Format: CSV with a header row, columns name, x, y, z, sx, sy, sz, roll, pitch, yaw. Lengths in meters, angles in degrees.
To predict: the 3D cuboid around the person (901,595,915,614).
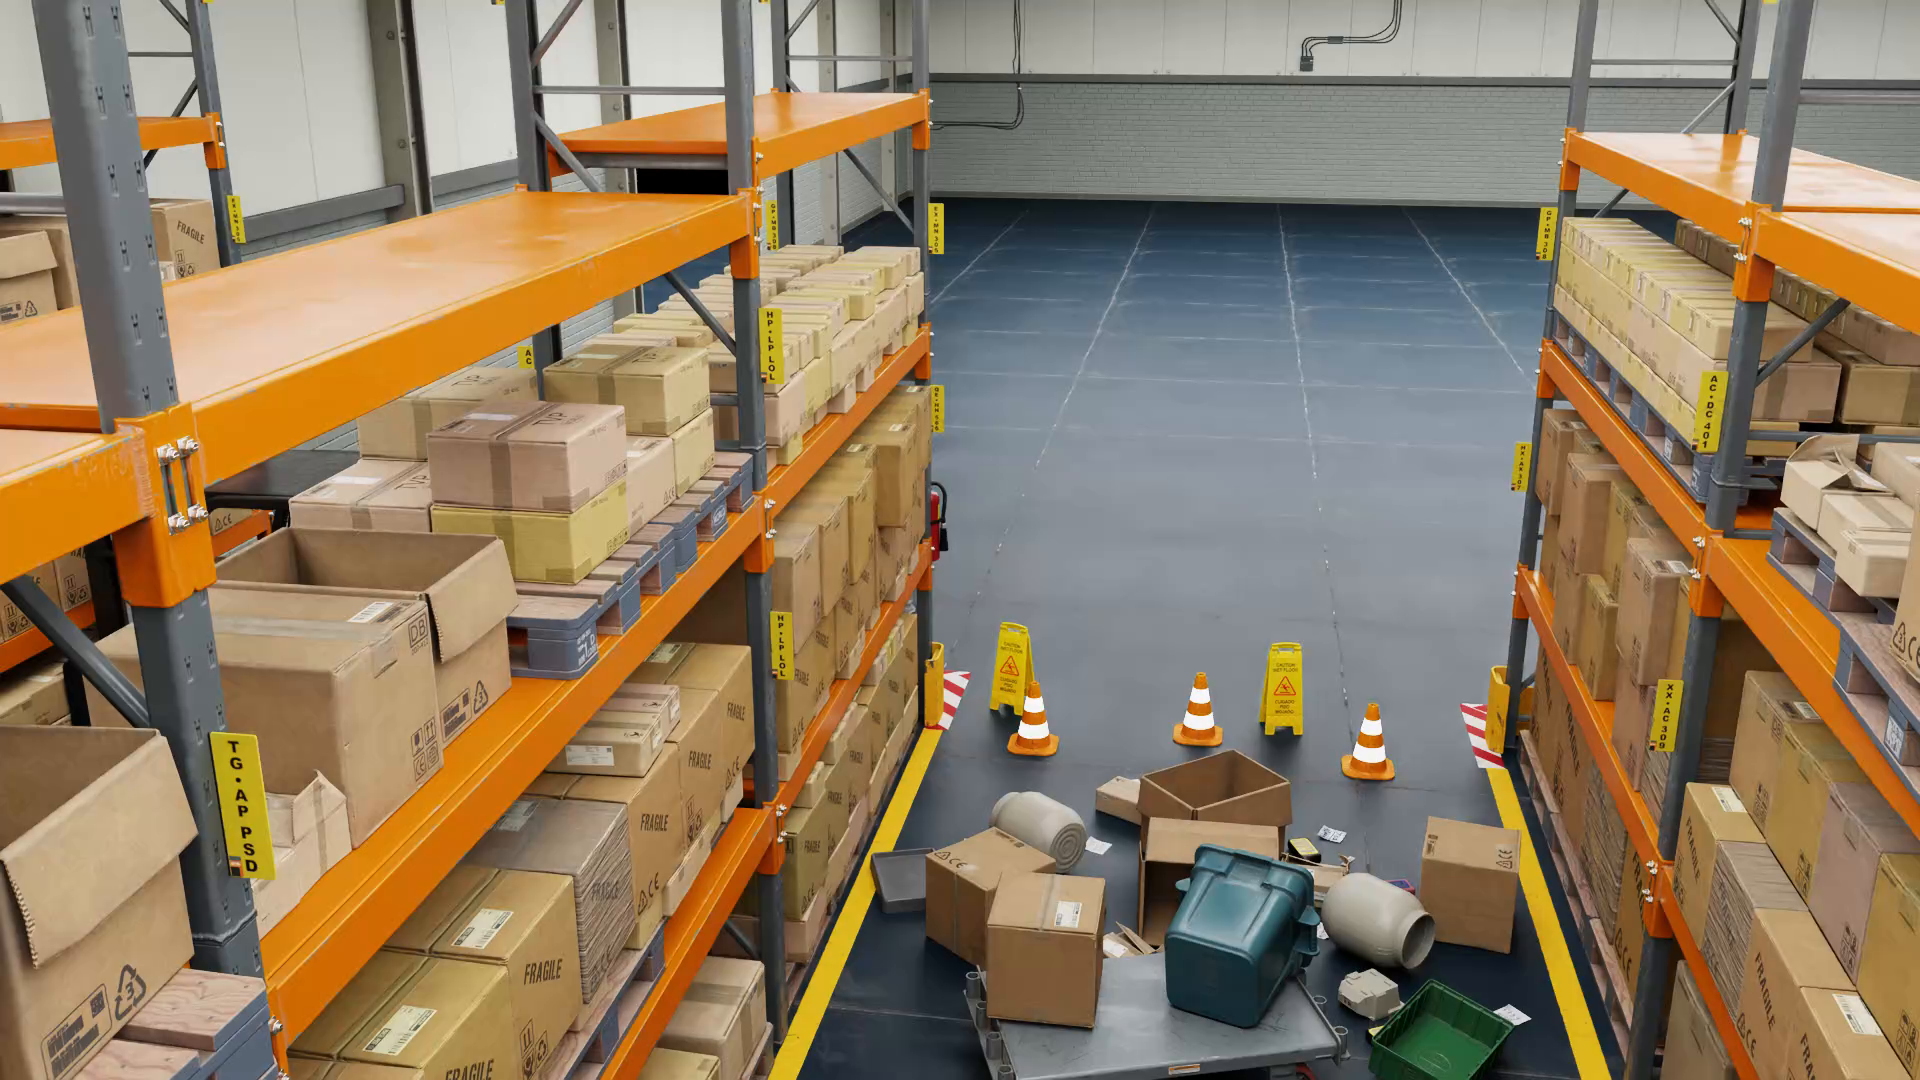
name,x,y,z,sx,sy,sz,roll,pitch,yaw
person,-0.538,-0.054,13.899,0.411,1.251,0.906,2,18,7
